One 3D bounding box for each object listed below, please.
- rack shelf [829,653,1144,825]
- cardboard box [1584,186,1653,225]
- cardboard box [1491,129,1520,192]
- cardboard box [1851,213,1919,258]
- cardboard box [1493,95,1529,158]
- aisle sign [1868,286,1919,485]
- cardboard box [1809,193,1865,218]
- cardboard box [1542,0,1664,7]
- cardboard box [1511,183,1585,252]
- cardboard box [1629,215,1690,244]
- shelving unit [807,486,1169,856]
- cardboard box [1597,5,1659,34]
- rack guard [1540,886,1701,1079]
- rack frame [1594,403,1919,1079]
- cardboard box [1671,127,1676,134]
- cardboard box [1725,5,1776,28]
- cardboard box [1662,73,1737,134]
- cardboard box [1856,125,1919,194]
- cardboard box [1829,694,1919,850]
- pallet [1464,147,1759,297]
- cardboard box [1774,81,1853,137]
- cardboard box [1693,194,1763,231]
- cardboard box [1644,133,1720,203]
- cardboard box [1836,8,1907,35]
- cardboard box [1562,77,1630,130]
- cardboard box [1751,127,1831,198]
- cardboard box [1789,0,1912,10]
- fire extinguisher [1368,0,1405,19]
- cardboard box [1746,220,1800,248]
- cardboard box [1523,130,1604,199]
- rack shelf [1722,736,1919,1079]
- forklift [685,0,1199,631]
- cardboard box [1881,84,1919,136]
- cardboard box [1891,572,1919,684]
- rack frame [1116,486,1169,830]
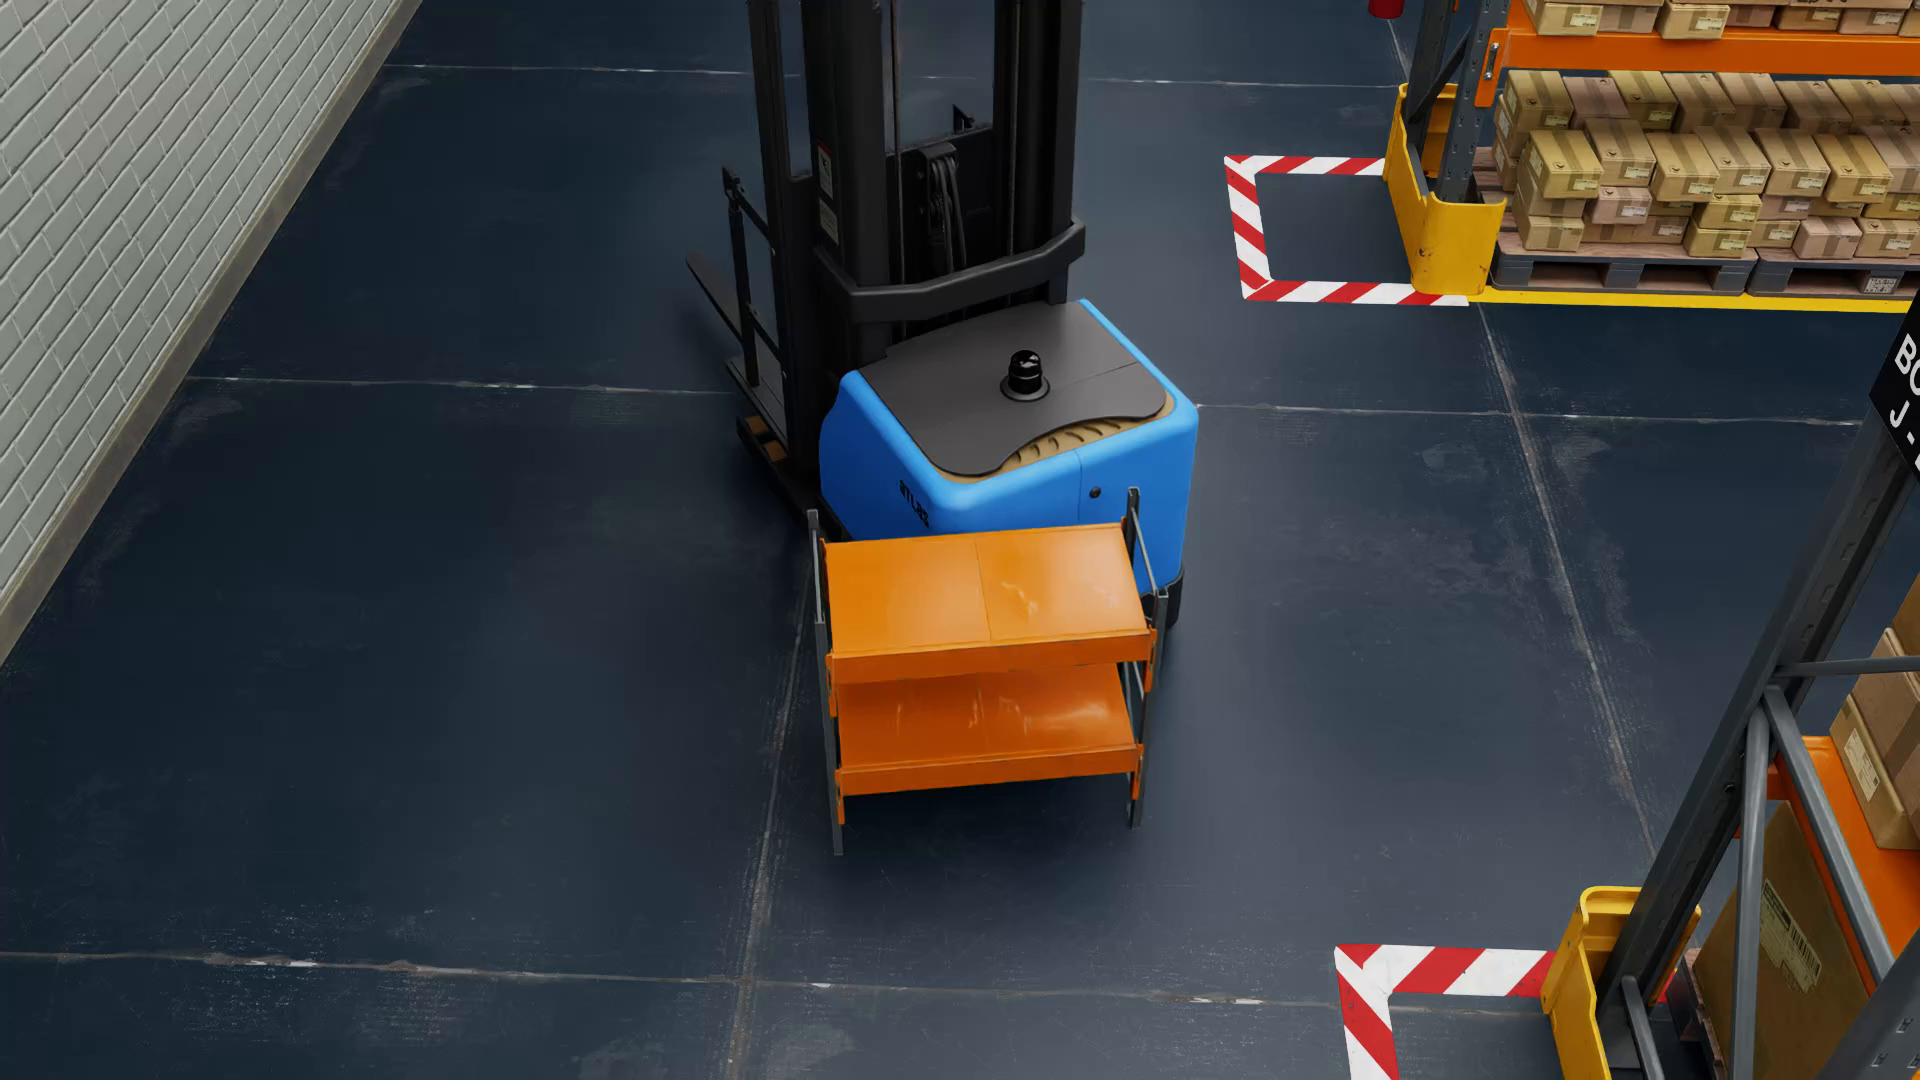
[{"bbox_3d":[0.070,0.626,5.610,1.000,0.278,0.538,-4,43,-4],"label":"rack shelf"},{"bbox_3d":[3.098,-1.661,7.898,0.250,0.149,0.380,2,43,2],"label":"cardboard box"},{"bbox_3d":[2.850,-1.916,8.389,0.250,0.149,0.380,2,43,3],"label":"cardboard box"},{"bbox_3d":[4.370,-1.517,7.962,0.250,0.149,0.380,2,43,2],"label":"cardboard box"},{"bbox_3d":[2.855,-2.077,8.344,0.250,0.149,0.380,1,43,1],"label":"cardboard box"},{"bbox_3d":[1.932,-0.463,3.139,0.004,0.787,0.394,2,43,2],"label":"aisle sign"},{"bbox_3d":[4.140,-1.708,7.948,0.250,0.149,0.380,4,43,4],"label":"cardboard box"},{"bbox_3d":[2.751,-2.623,7.073,0.500,0.500,0.500,4,43,4],"label":"cardboard box"},{"bbox_3d":[2.824,-1.556,8.003,0.250,0.149,0.380,3,43,3],"label":"cardboard box"},{"bbox_3d":[3.338,-1.601,8.051,0.250,0.149,0.380,2,43,2],"label":"cardboard box"},{"bbox_3d":[0.070,0.448,5.443,1.048,1.125,0.538,-4,43,-4],"label":"shelving unit"},{"bbox_3d":[2.880,-2.375,7.283,0.250,0.149,0.380,3,43,3],"label":"cardboard box"},{"bbox_3d":[1.967,1.609,4.656,0.348,0.500,1.175,2,43,2],"label":"rack guard"},{"bbox_3d":[1.991,0.695,3.803,0.127,3.000,1.000,2,43,2],"label":"rack frame"},{"bbox_3d":[3.638,-1.984,8.244,0.250,0.149,0.380,1,43,1],"label":"cardboard box"},{"bbox_3d":[3.412,-2.415,7.326,0.250,0.149,0.380,4,43,4],"label":"cardboard box"},{"bbox_3d":[3.624,-2.144,8.198,0.250,0.149,0.380,0,43,0],"label":"cardboard box"},{"bbox_3d":[4.394,-1.791,7.819,0.250,0.149,0.380,2,43,2],"label":"cardboard box"},{"bbox_3d":[2.361,0.574,4.118,0.250,0.149,0.380,3,43,3],"label":"cardboard box"},{"bbox_3d":[3.201,-1.608,8.321,1.213,0.211,1.003,2,43,2],"label":"pallet"},{"bbox_3d":[4.153,-2.091,8.140,0.250,0.149,0.380,0,43,0],"label":"cardboard box"},{"bbox_3d":[3.598,-1.632,7.866,0.250,0.149,0.380,3,43,3],"label":"cardboard box"},{"bbox_3d":[3.350,-1.739,7.763,0.250,0.149,0.380,2,43,2],"label":"cardboard box"},{"bbox_3d":[3.927,-2.363,7.271,0.250,0.149,0.380,1,43,1],"label":"cardboard box"},{"bbox_3d":[3.104,-2.117,8.169,0.250,0.149,0.380,3,43,3],"label":"cardboard box"},{"bbox_3d":[3.878,-1.772,7.799,0.250,0.149,0.380,3,43,4],"label":"cardboard box"},{"bbox_3d":[3.776,-2.600,7.049,0.500,0.500,0.500,2,43,2],"label":"cardboard box"},{"bbox_3d":[2.084,-2.837,7.925,0.183,0.674,0.296,2,43,2],"label":"fire extinguisher"},{"bbox_3d":[3.847,-1.575,8.024,0.250,0.149,0.380,2,43,2],"label":"cardboard box"},{"bbox_3d":[2.823,-1.760,7.786,0.250,0.149,0.380,0,43,0],"label":"cardboard box"},{"bbox_3d":[3.989,1.020,3.983,4.000,0.370,1.077,2,43,2],"label":"rack shelf"},{"bbox_3d":[-0.299,-1.459,6.166,1.130,2.935,3.031,-20,46,-20],"label":"forklift"},{"bbox_3d":[4.661,-2.067,8.116,0.250,0.149,0.380,0,43,0],"label":"cardboard box"},{"bbox_3d":[2.489,0.203,3.674,0.500,0.500,0.500,2,43,2],"label":"cardboard box"},{"bbox_3d":[0.576,0.411,5.483,0.032,1.125,0.500,-4,43,-4],"label":"rack frame"}]
